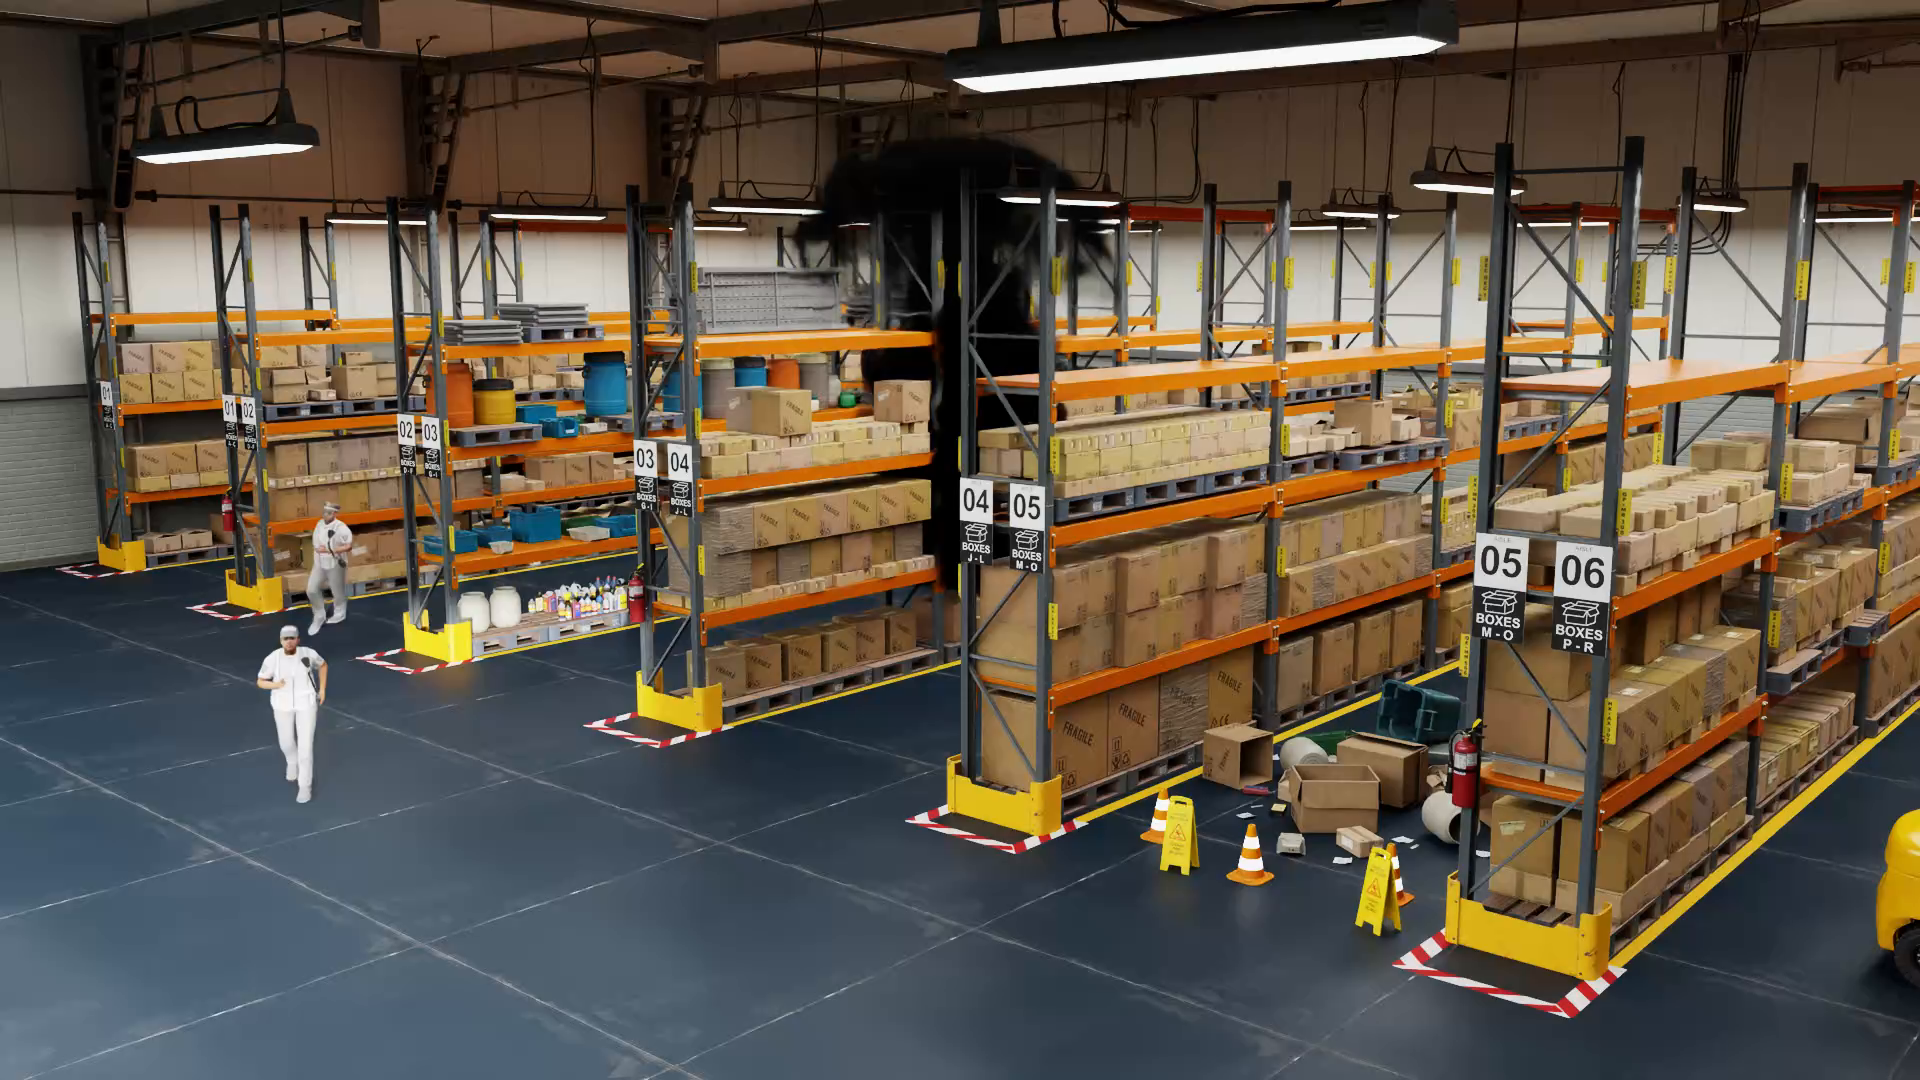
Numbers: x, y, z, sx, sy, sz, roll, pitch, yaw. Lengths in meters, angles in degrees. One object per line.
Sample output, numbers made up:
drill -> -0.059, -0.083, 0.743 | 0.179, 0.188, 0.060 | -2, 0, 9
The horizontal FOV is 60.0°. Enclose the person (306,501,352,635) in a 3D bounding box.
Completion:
person -> -8.455, 0.369, 22.424 | 0.699, 1.842, 0.643 | 3, 10, 18

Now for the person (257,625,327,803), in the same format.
person -> -6.518, 1.643, 16.283 | 0.632, 1.673, 0.903 | -3, 10, -18
